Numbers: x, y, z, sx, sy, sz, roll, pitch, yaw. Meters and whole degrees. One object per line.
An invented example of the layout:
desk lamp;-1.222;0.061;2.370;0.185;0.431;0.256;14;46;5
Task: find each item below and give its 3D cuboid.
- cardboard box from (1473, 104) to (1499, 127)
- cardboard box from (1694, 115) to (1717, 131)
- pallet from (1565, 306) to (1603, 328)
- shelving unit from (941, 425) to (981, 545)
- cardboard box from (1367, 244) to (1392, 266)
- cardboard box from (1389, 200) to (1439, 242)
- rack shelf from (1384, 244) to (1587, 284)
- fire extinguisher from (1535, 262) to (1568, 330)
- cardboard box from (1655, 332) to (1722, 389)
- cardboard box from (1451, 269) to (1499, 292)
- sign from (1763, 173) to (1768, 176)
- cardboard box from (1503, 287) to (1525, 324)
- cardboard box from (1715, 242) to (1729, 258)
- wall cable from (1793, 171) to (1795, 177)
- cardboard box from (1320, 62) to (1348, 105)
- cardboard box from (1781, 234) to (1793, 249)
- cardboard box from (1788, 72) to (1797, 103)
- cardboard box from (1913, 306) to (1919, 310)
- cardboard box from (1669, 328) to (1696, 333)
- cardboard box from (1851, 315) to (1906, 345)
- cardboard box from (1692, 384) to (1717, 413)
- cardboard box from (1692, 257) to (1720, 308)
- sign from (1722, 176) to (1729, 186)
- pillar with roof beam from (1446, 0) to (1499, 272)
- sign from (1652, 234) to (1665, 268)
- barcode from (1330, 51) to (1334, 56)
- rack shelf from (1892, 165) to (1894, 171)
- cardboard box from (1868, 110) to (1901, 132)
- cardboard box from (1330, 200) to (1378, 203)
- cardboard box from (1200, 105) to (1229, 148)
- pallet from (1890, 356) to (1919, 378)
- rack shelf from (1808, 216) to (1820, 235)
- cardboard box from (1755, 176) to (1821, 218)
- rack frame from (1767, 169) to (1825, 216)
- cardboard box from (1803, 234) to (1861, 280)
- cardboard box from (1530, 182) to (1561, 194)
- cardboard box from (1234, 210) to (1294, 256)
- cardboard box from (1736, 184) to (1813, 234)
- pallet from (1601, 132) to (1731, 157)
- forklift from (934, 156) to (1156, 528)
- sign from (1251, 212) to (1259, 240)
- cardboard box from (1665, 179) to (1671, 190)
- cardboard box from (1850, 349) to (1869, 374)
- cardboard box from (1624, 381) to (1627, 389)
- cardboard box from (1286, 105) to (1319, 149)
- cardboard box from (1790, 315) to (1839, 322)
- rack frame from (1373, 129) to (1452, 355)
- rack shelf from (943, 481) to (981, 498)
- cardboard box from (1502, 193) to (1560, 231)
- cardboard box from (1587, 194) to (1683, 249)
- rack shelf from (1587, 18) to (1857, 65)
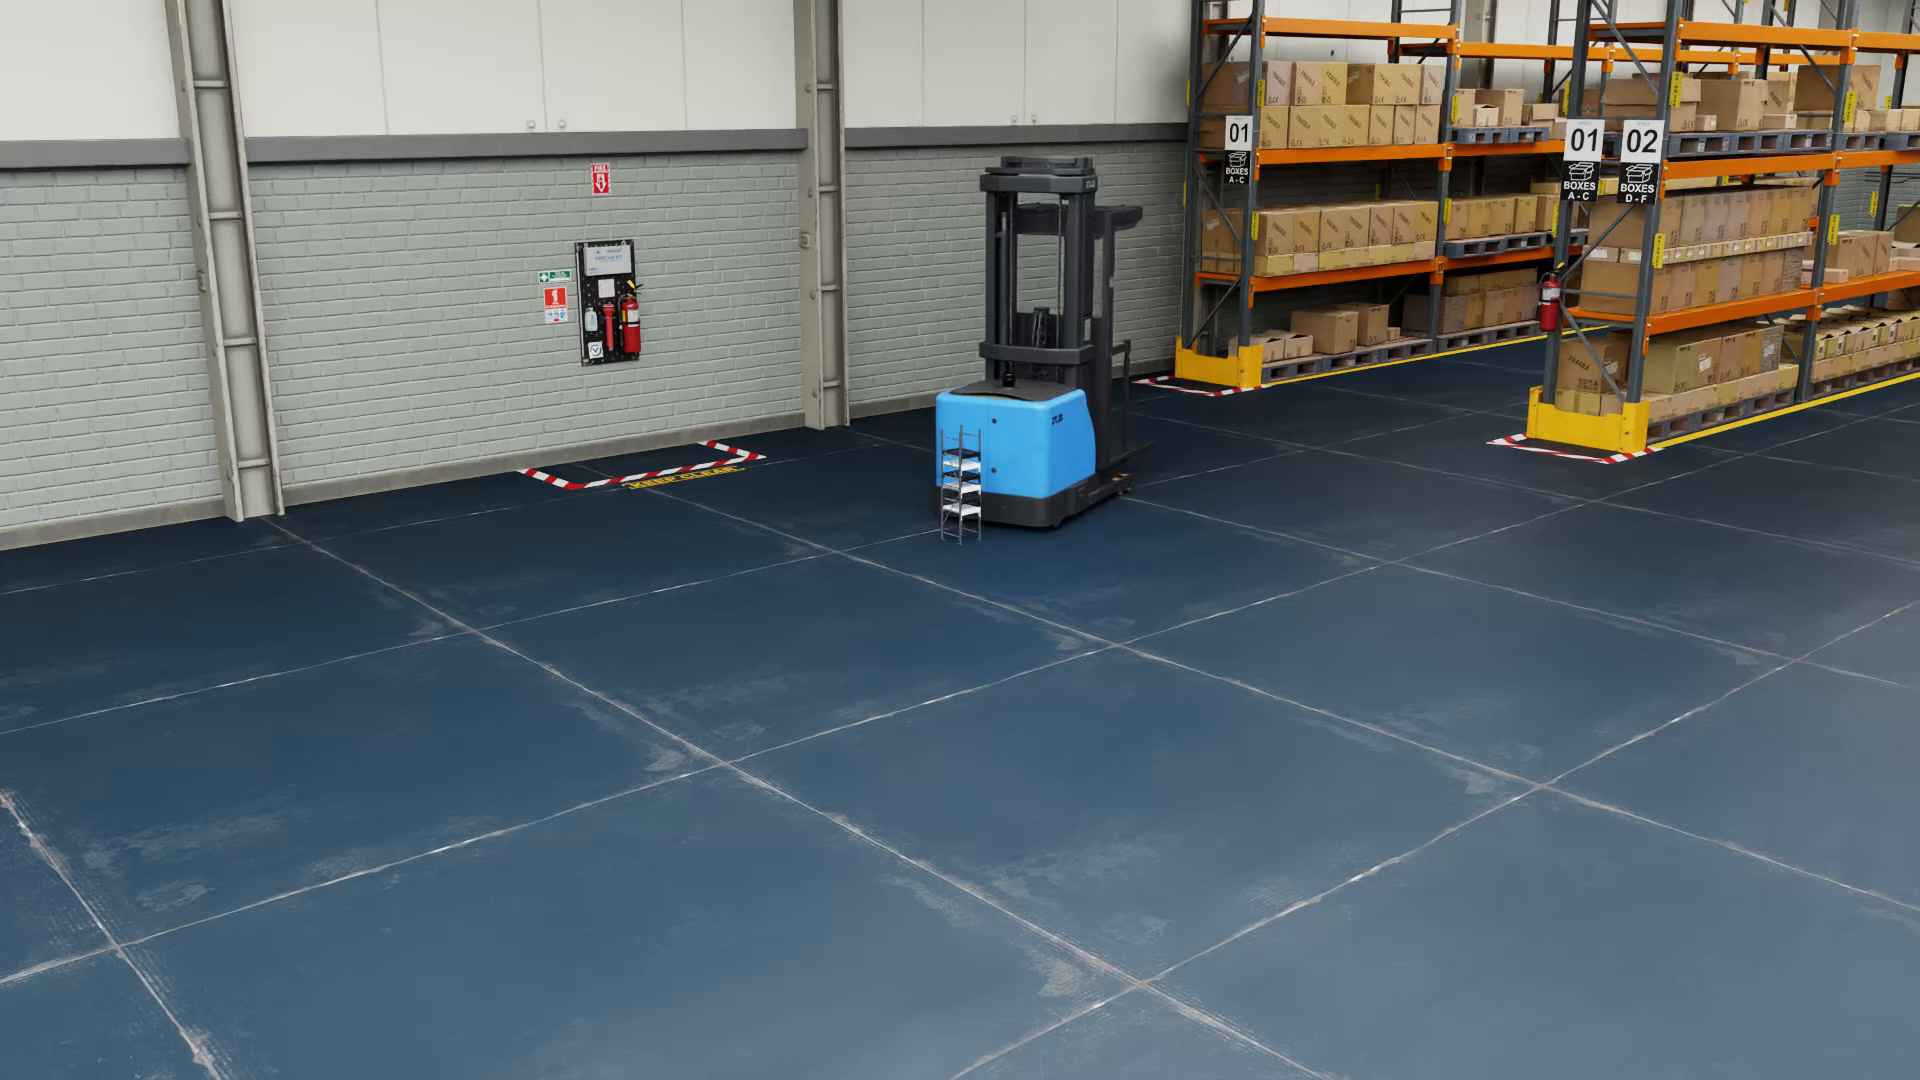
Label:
cardboard box;7.082;-5.878;22.989;0.500;0.311;0.500;-12;19;-38
cardboard box;7.392;-4.209;16.785;0.250;0.149;0.380;-13;19;-39
pallet;9.814;-3.537;26.081;1.213;0.211;1.003;-13;19;-39
shelving unit;0.006;-0.436;13.139;0.210;0.900;0.258;-13;20;-39
cardboard box;5.243;-3.714;21.595;0.500;0.250;0.500;-13;20;-40
cardboard box;5.998;-4.247;22.134;0.500;0.500;0.500;-13;20;-39
rack shelf;7.661;-4.079;24.101;4.000;0.370;1.077;-13;19;-39
fire extinguisher;5.995;-2.479;16.868;0.183;0.674;0.296;-13;19;-39
cardboard box;7.684;-1.903;17.621;0.500;0.500;0.500;-13;19;-39
cardboard box;7.416;-3.747;24.002;0.500;0.250;0.500;-13;20;-41
sign;14.845;-6.686;30.636;0.005;0.325;0.100;-13;19;-39
cardboard box;7.839;-3.483;24.470;0.500;0.500;0.700;-13;20;-40
cardboard box;7.797;-3.051;17.408;0.250;0.149;0.380;-13;20;-40
wall cable;15.550;-7.012;31.720;1.851;1.984;0.084;-13;19;-39
cardboard box;4.375;-5.582;20.353;0.500;0.500;0.500;-12;19;-38
cardboard box;8.958;-3.311;18.383;0.250;0.149;0.380;-13;20;-41
cardboard box;14.059;-7.761;28.509;0.500;0.500;0.500;-14;20;-42
cardboard box;12.955;-2.828;22.014;0.500;0.500;0.500;-12;19;-37
cardboard box;7.721;-2.088;18.316;0.500;0.500;0.500;-13;19;-39
cardboard box;11.420;-2.636;20.732;0.500;0.311;0.500;-13;20;-40
cardboard box;7.692;-1.538;17.710;0.500;0.250;0.500;-13;19;-39
cardboard box;7.521;-2.744;17.516;0.500;0.500;0.700;-12;19;-39
sign;12.551;-5.860;27.285;0.005;0.325;0.100;-13;19;-39
pillar with roof beam;10.447;-6.773;21.170;0.400;9.000;9.100;-13;19;-39
sign;6.749;-2.793;16.064;0.005;0.325;0.100;-13;19;-39
barcode;4.821;-6.303;21.539;0.075;0.075;0.001;-13;19;-39
rack shelf;13.933;-5.242;22.642;4.000;0.370;1.077;-13;19;-39
cardboard box;10.889;-5.015;19.877;0.500;0.250;0.500;14;20;42
cardboard box;5.268;-4.261;22.188;0.500;0.500;0.500;-13;20;-40
cardboard box;3.283;-5.037;20.249;0.500;0.500;0.500;-11;18;-35
pallet;11.778;-2.322;21.534;1.213;0.211;1.003;-13;19;-39
rack shelf;13.696;-5.434;29.174;4.000;0.370;1.077;-13;19;-39
cardboard box;14.826;-6.177;29.980;0.700;0.700;0.980;-12;19;-37
rack frame;15.205;-6.120;30.350;0.127;3.000;1.000;-13;19;-39
cardboard box;10.394;-3.388;19.928;0.500;0.500;0.500;-11;18;-35
cardboard box;8.696;-5.218;24.667;0.380;0.149;0.250;12;19;38
cardboard box;3.692;-3.732;20.206;0.500;0.500;0.500;-13;19;-39
cardboard box;9.076;-3.722;18.665;0.500;0.500;0.700;-13;19;-39
pallet;6.940;-3.967;16.648;1.213;0.211;1.003;-13;19;-39
forklift;0.902;-1.849;14.494;1.130;2.935;3.031;7;17;26
sign;3.491;-3.722;19.696;0.005;0.325;0.100;-13;19;-39
cardboard box;10.842;-5.620;26.215;0.500;0.250;0.500;-13;20;-40
cardboard box;10.649;-2.193;20.161;0.500;0.250;0.500;-13;20;-41
cardboard box;6.969;-1.556;17.777;0.500;0.250;0.500;-13;19;-39
cardboard box;3.979;-5.009;20.144;0.500;0.500;0.500;-11;19;-36
cardboard box;10.672;-2.651;20.791;0.500;0.311;0.500;-13;20;-40
rack frame;6.152;-4.087;22.739;0.127;3.000;1.000;-13;19;-39
rack shelf;0.006;-0.404;13.148;0.200;0.077;0.258;-13;20;-39
cardboard box;8.418;-4.844;24.527;0.700;0.500;0.500;14;20;42
cardboard box;6.790;-3.207;16.735;0.500;0.500;0.700;-13;19;-39
rack shelf;7.898;-5.142;17.233;4.000;0.370;1.077;-13;19;-39
